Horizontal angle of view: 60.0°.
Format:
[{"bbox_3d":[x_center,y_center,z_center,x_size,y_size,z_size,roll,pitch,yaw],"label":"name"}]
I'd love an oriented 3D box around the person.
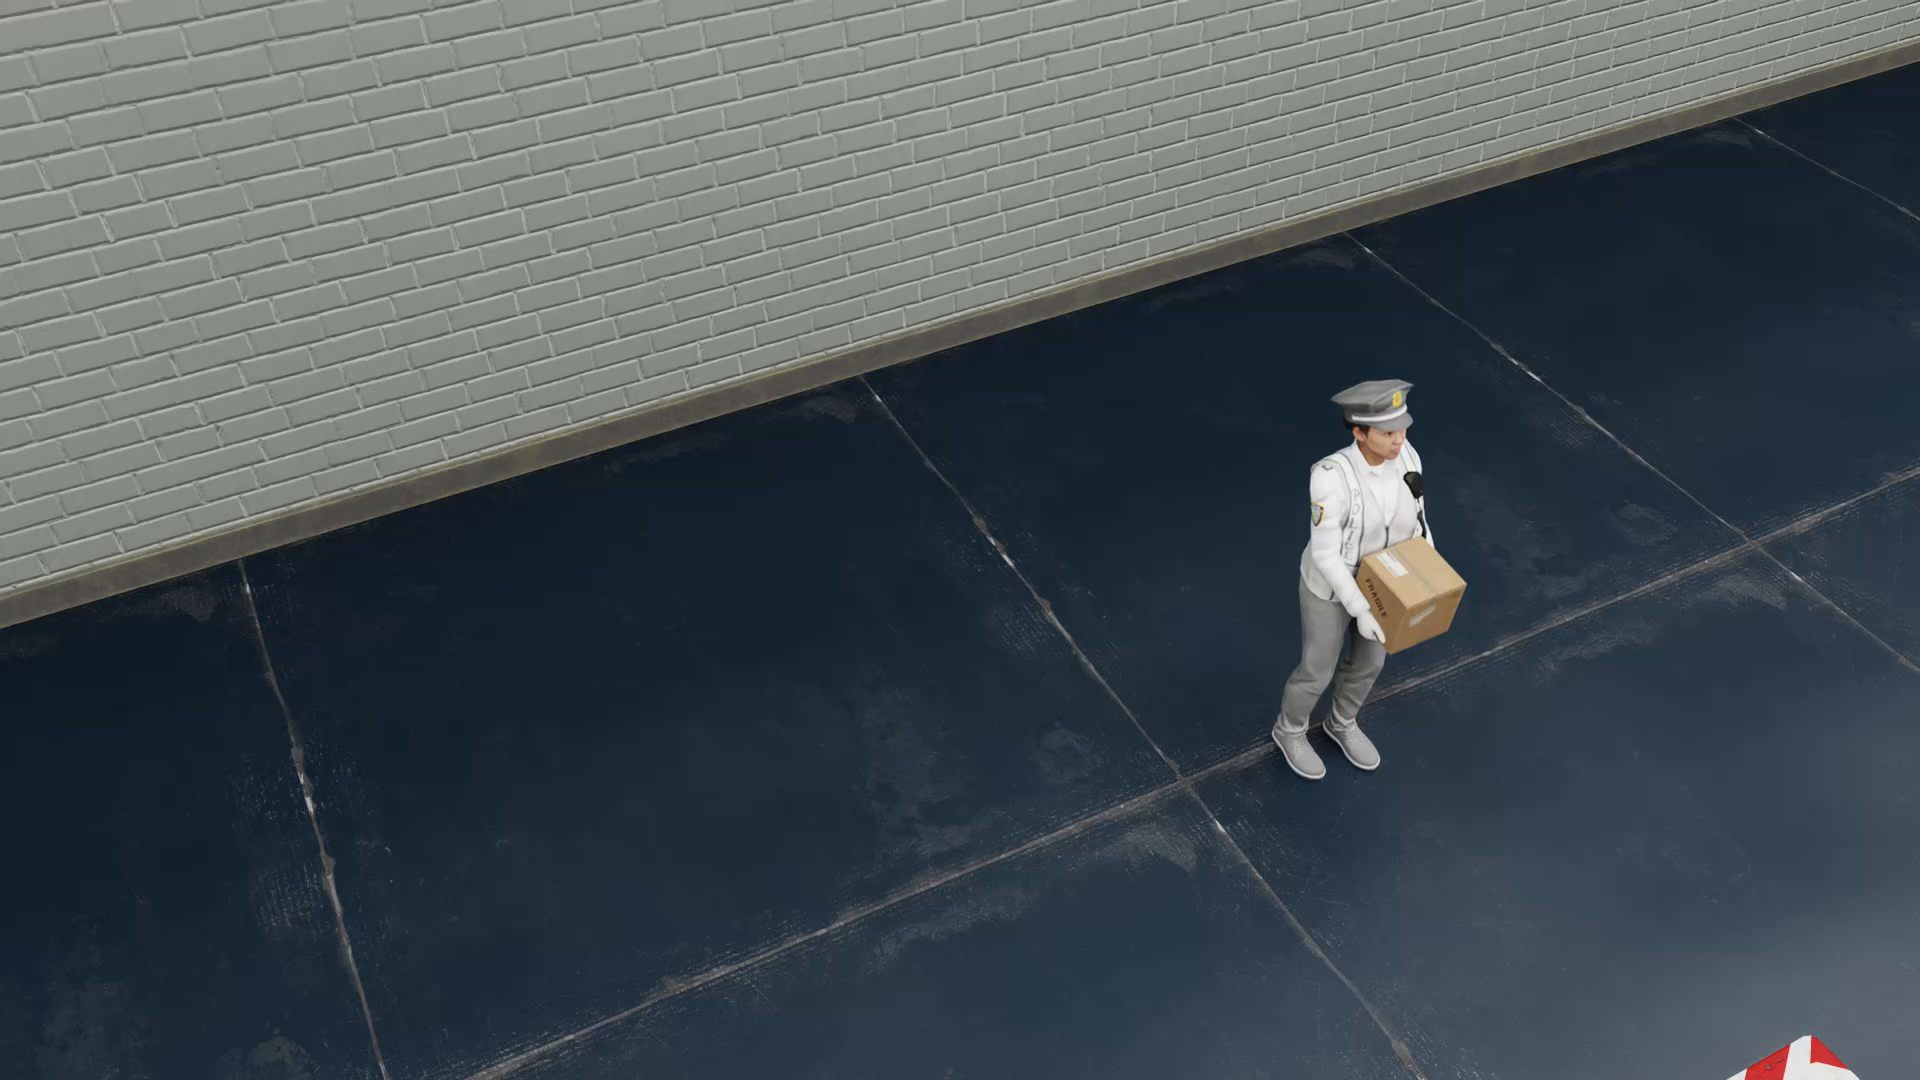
[{"bbox_3d":[1.436,0.191,5.923,0.460,1.686,0.564,-19,45,-20],"label":"person"}]
